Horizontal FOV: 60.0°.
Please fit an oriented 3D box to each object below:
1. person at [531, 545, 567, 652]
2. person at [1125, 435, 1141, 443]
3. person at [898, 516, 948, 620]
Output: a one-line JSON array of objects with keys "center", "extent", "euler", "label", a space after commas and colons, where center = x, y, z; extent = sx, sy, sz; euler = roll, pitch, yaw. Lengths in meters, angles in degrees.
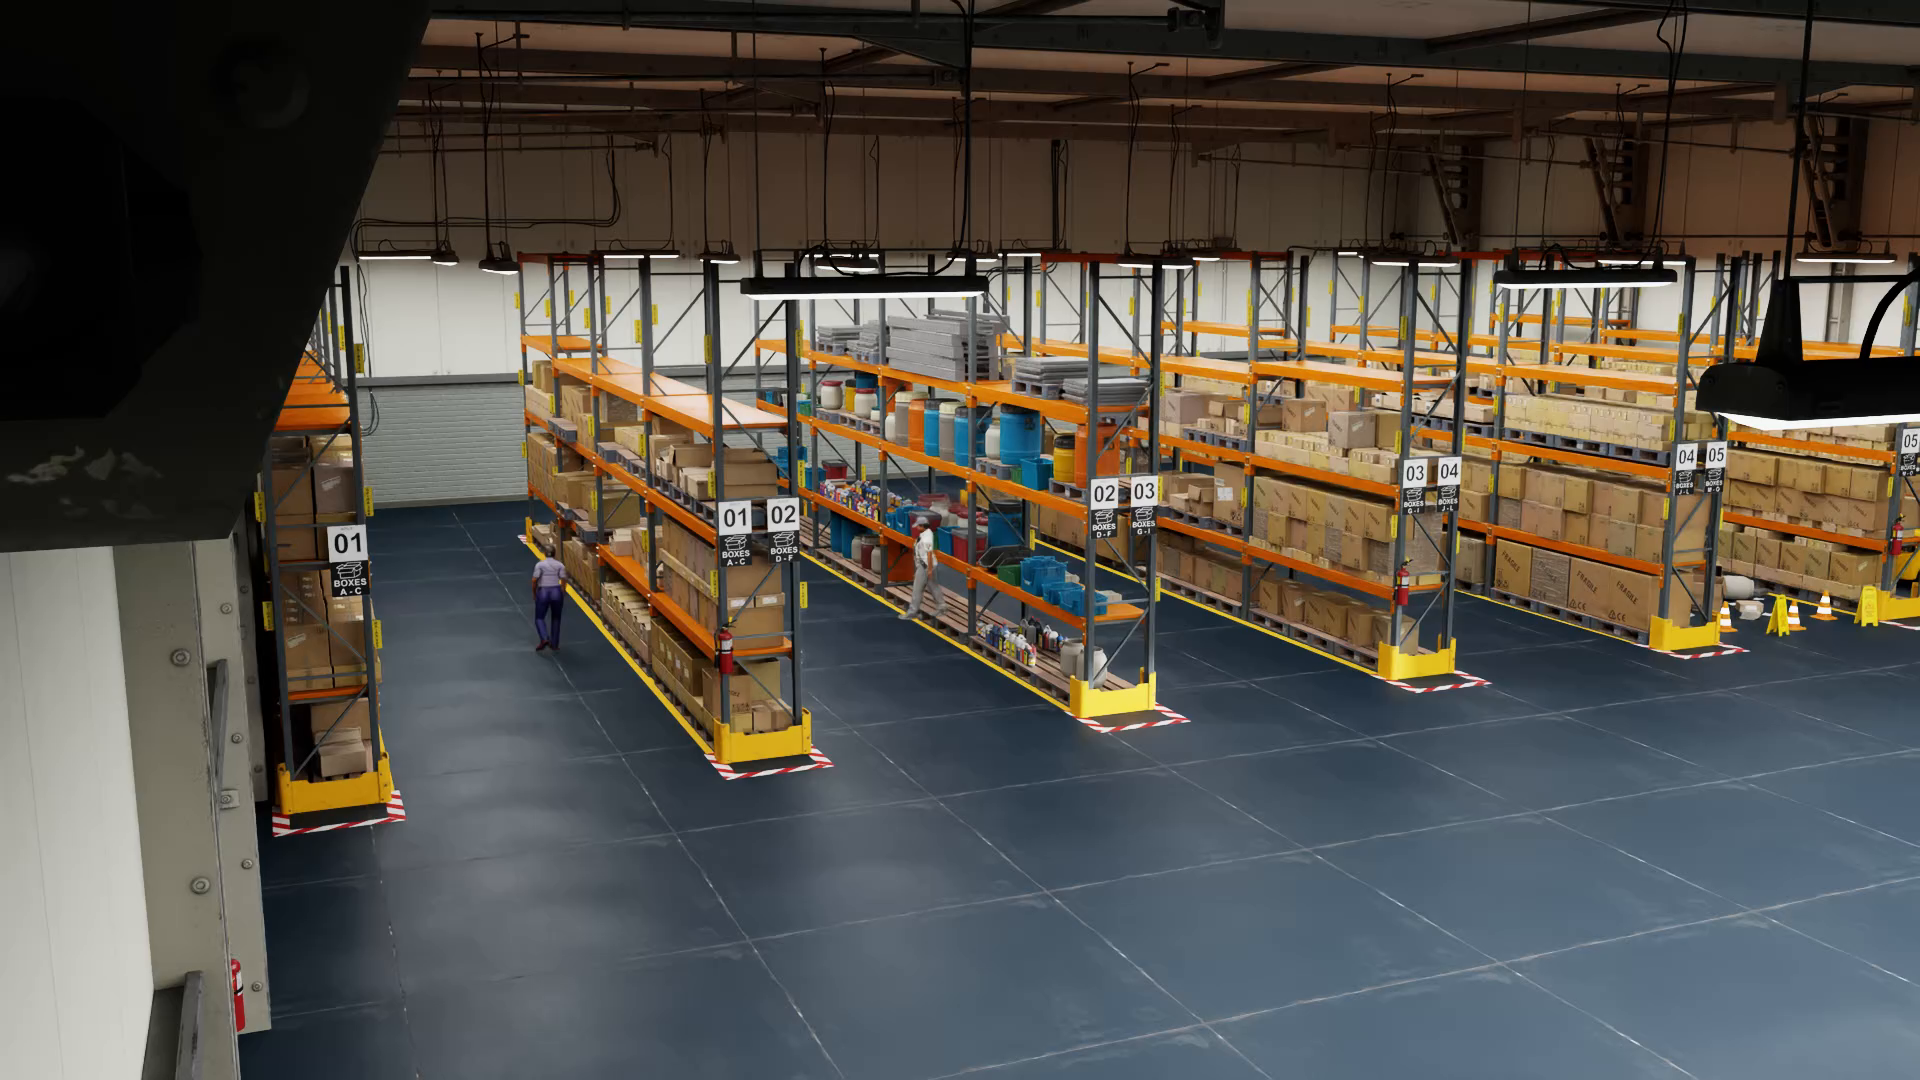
[{"center": [-6.300, 0.919, 25.589], "extent": [0.537, 1.609, 0.617], "euler": [-4, 11, -19], "label": "person"}, {"center": [4.556, -2.376, 43.437], "extent": [0.884, 1.617, 0.445], "euler": [-7, 13, -35], "label": "person"}, {"center": [-0.588, 0.430, 26.502], "extent": [0.779, 1.628, 0.515], "euler": [0, 10, 1], "label": "person"}]
